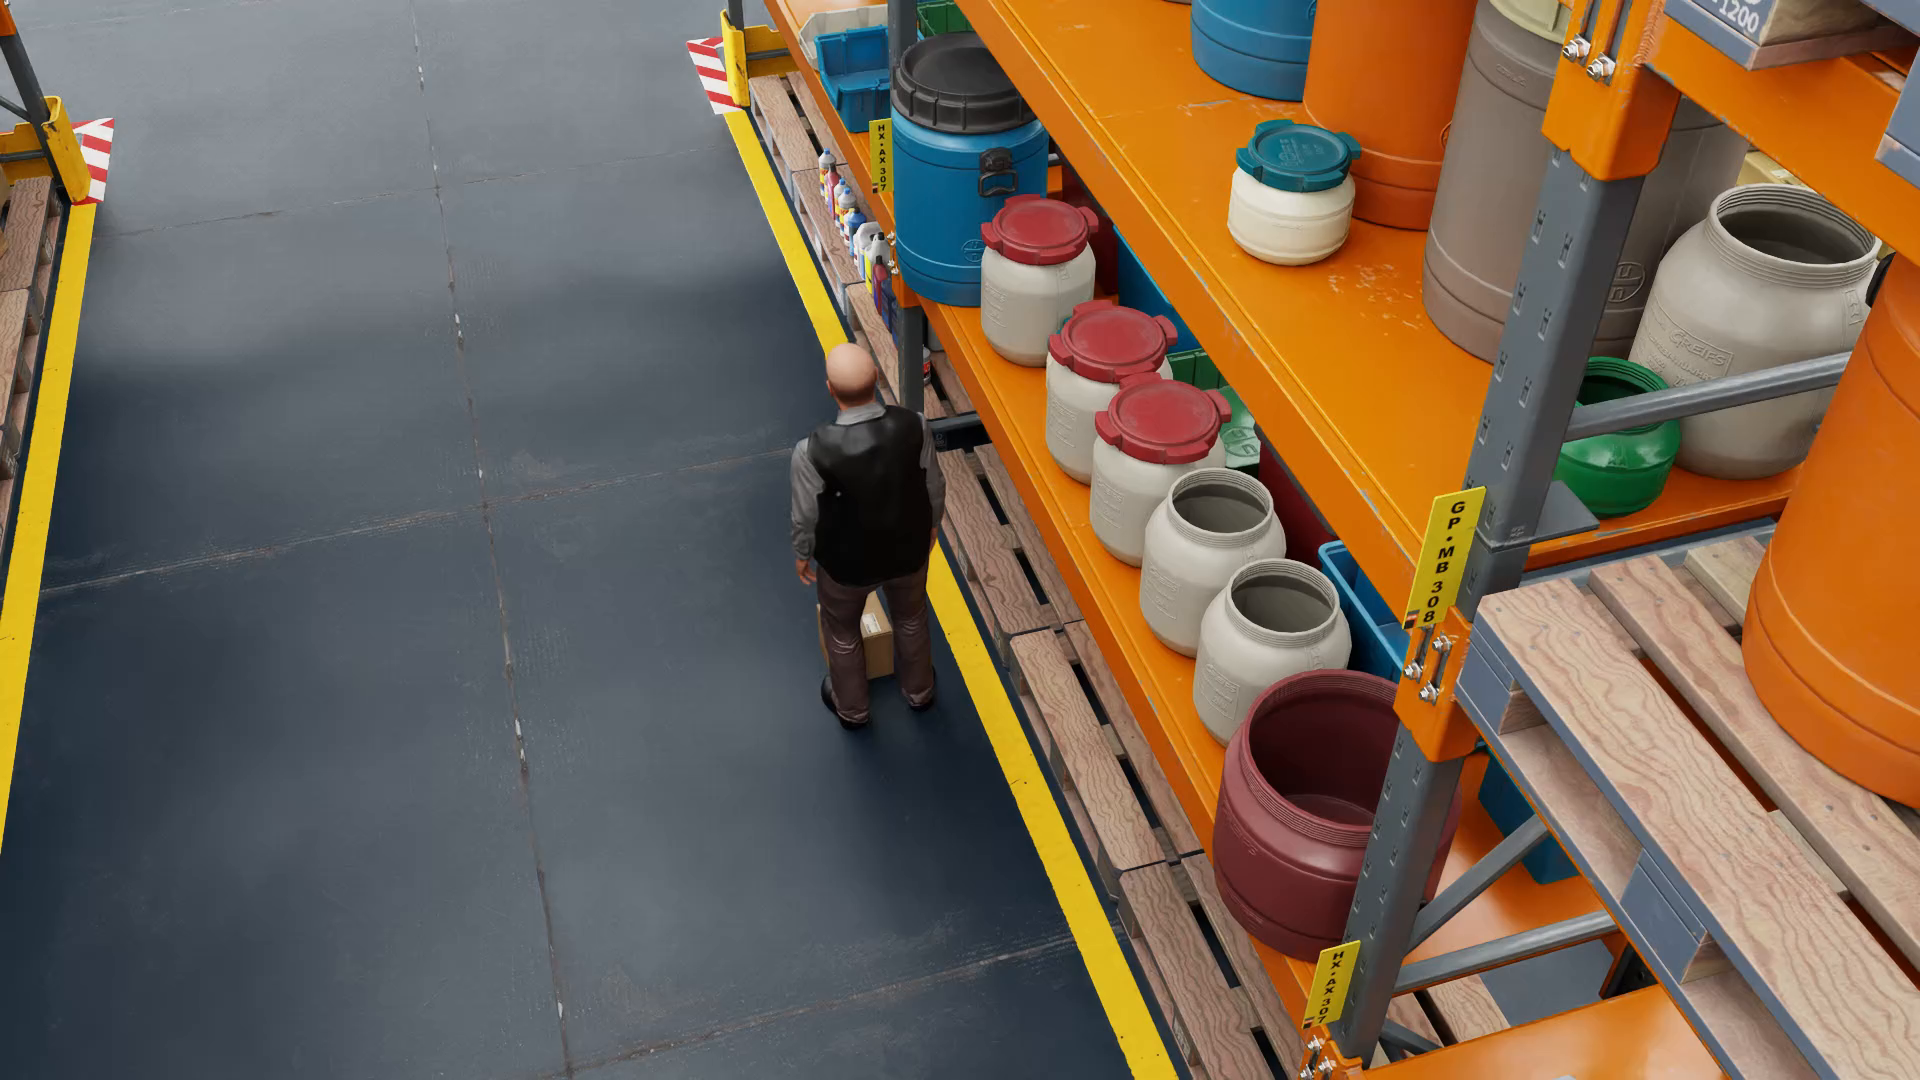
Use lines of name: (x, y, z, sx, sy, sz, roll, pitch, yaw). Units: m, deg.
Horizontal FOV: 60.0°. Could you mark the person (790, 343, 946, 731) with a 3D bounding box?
person: (-0.329, 0.038, 6.136, 0.581, 1.720, 0.417, -14, 44, -15)
